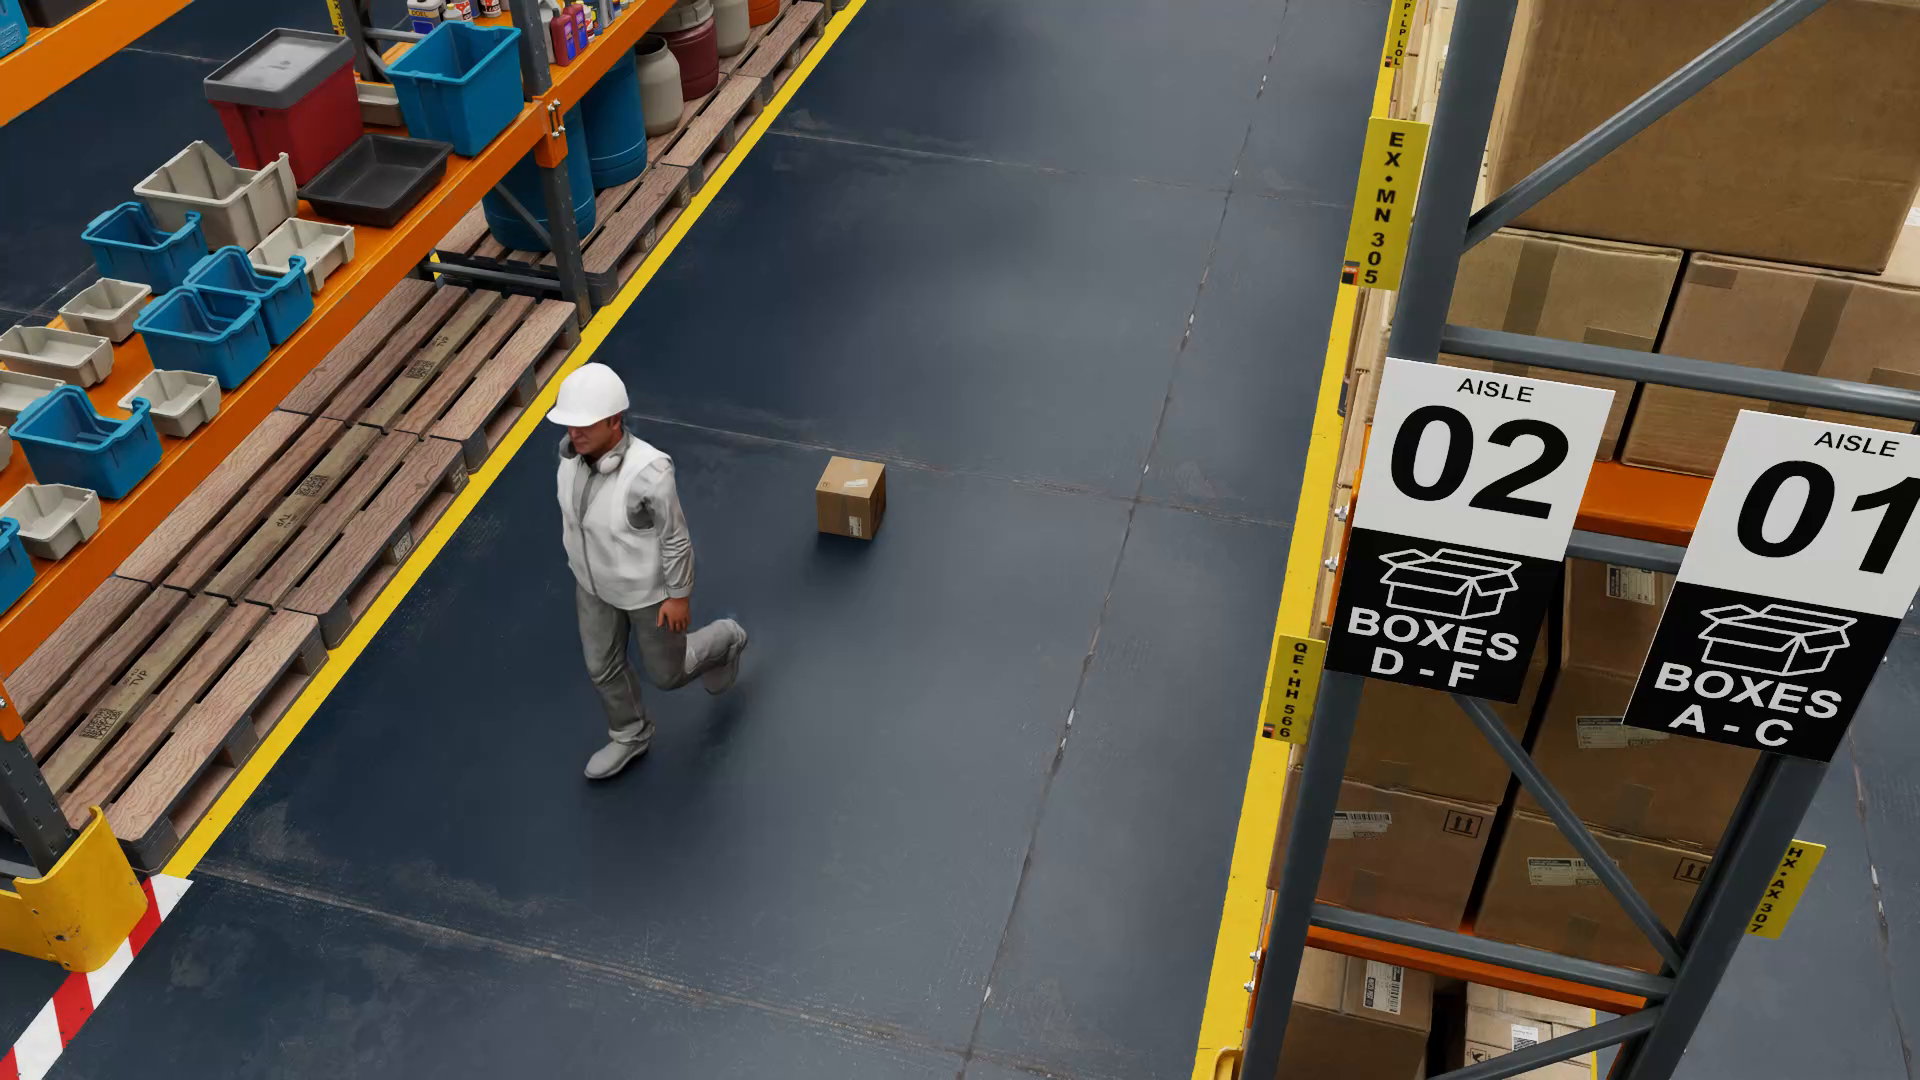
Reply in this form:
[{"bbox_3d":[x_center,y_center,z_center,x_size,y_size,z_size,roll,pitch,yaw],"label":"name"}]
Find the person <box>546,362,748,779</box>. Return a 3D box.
[{"bbox_3d":[-1.143,0.085,6.022,0.549,1.753,0.785,23,46,24],"label":"person"}]
